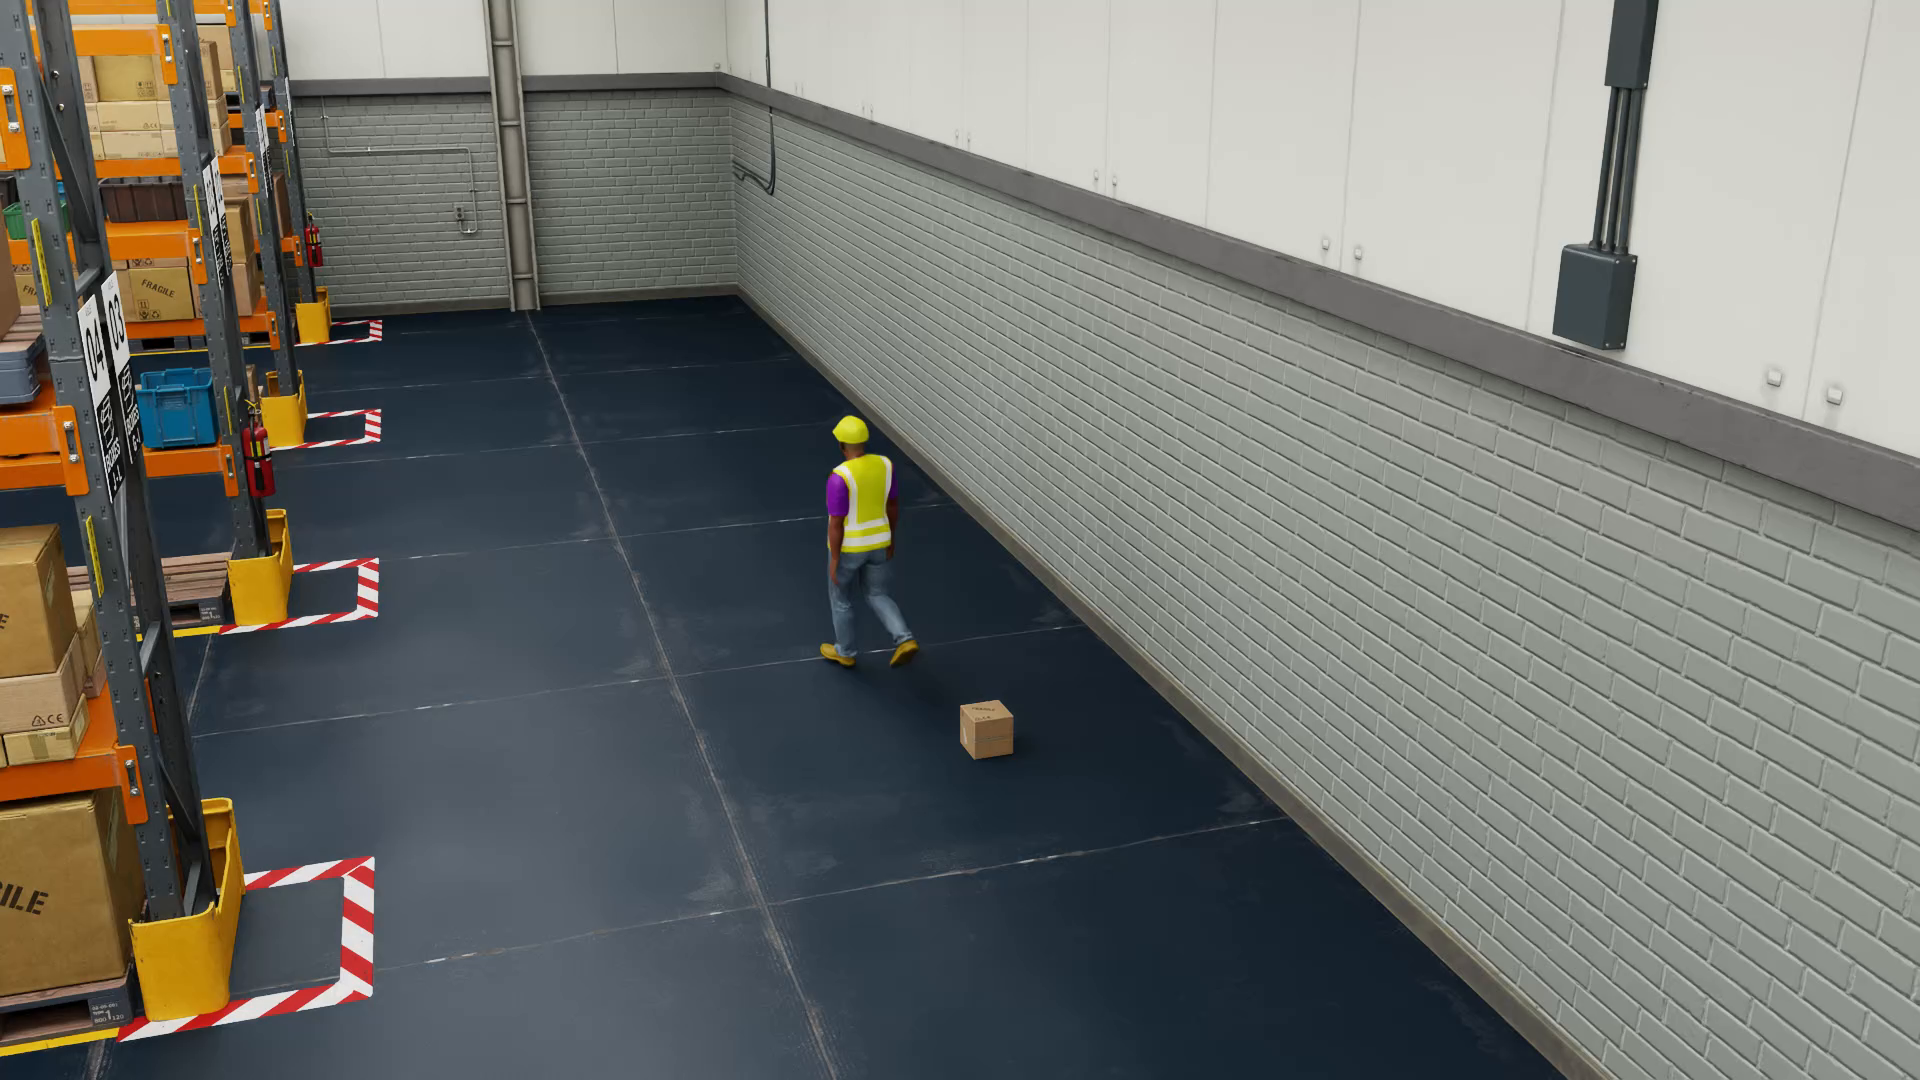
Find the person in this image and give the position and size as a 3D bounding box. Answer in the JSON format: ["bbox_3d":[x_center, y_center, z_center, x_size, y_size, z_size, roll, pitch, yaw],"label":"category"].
[{"bbox_3d":[-0.605,0.046,10.876,0.583,1.744,0.850,-15,24,-38],"label":"person"}]
